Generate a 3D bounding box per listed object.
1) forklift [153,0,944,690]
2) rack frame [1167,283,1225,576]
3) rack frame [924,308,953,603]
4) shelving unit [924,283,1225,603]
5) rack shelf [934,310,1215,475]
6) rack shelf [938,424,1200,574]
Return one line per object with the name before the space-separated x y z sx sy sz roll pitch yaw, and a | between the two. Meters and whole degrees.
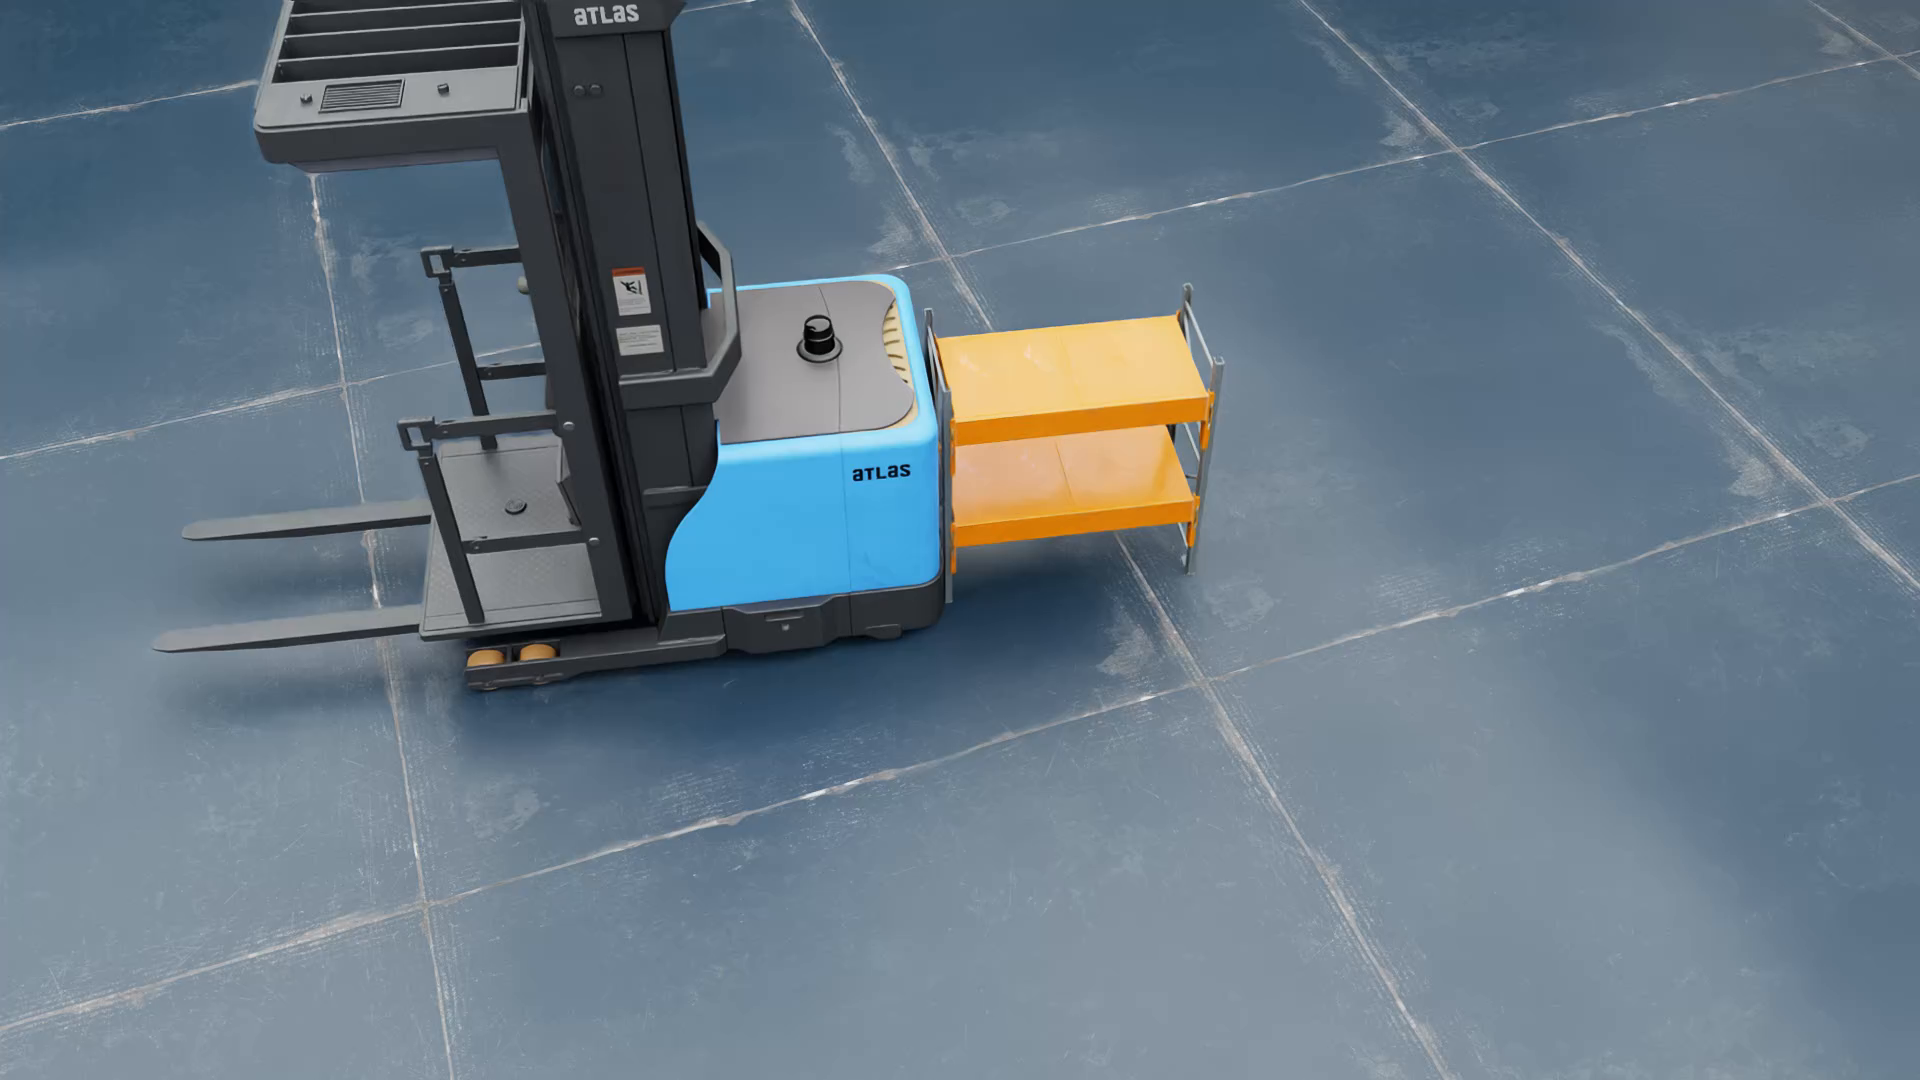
forklift | -1.627 -0.853 5.841 3.031 2.935 1.130 -6 45 -6
rack frame | 0.921 -0.425 6.689 0.032 1.125 0.500 -6 45 -6
rack frame | -0.084 -0.314 6.578 0.032 1.125 0.500 -6 45 -6
shelving unit | 0.418 -0.369 6.633 1.048 1.125 0.538 -6 45 -6
rack shelf | 0.418 -0.576 6.426 1.000 0.278 0.538 -6 45 -6
rack shelf | 0.418 -0.197 6.807 1.000 0.278 0.538 -6 45 -6
